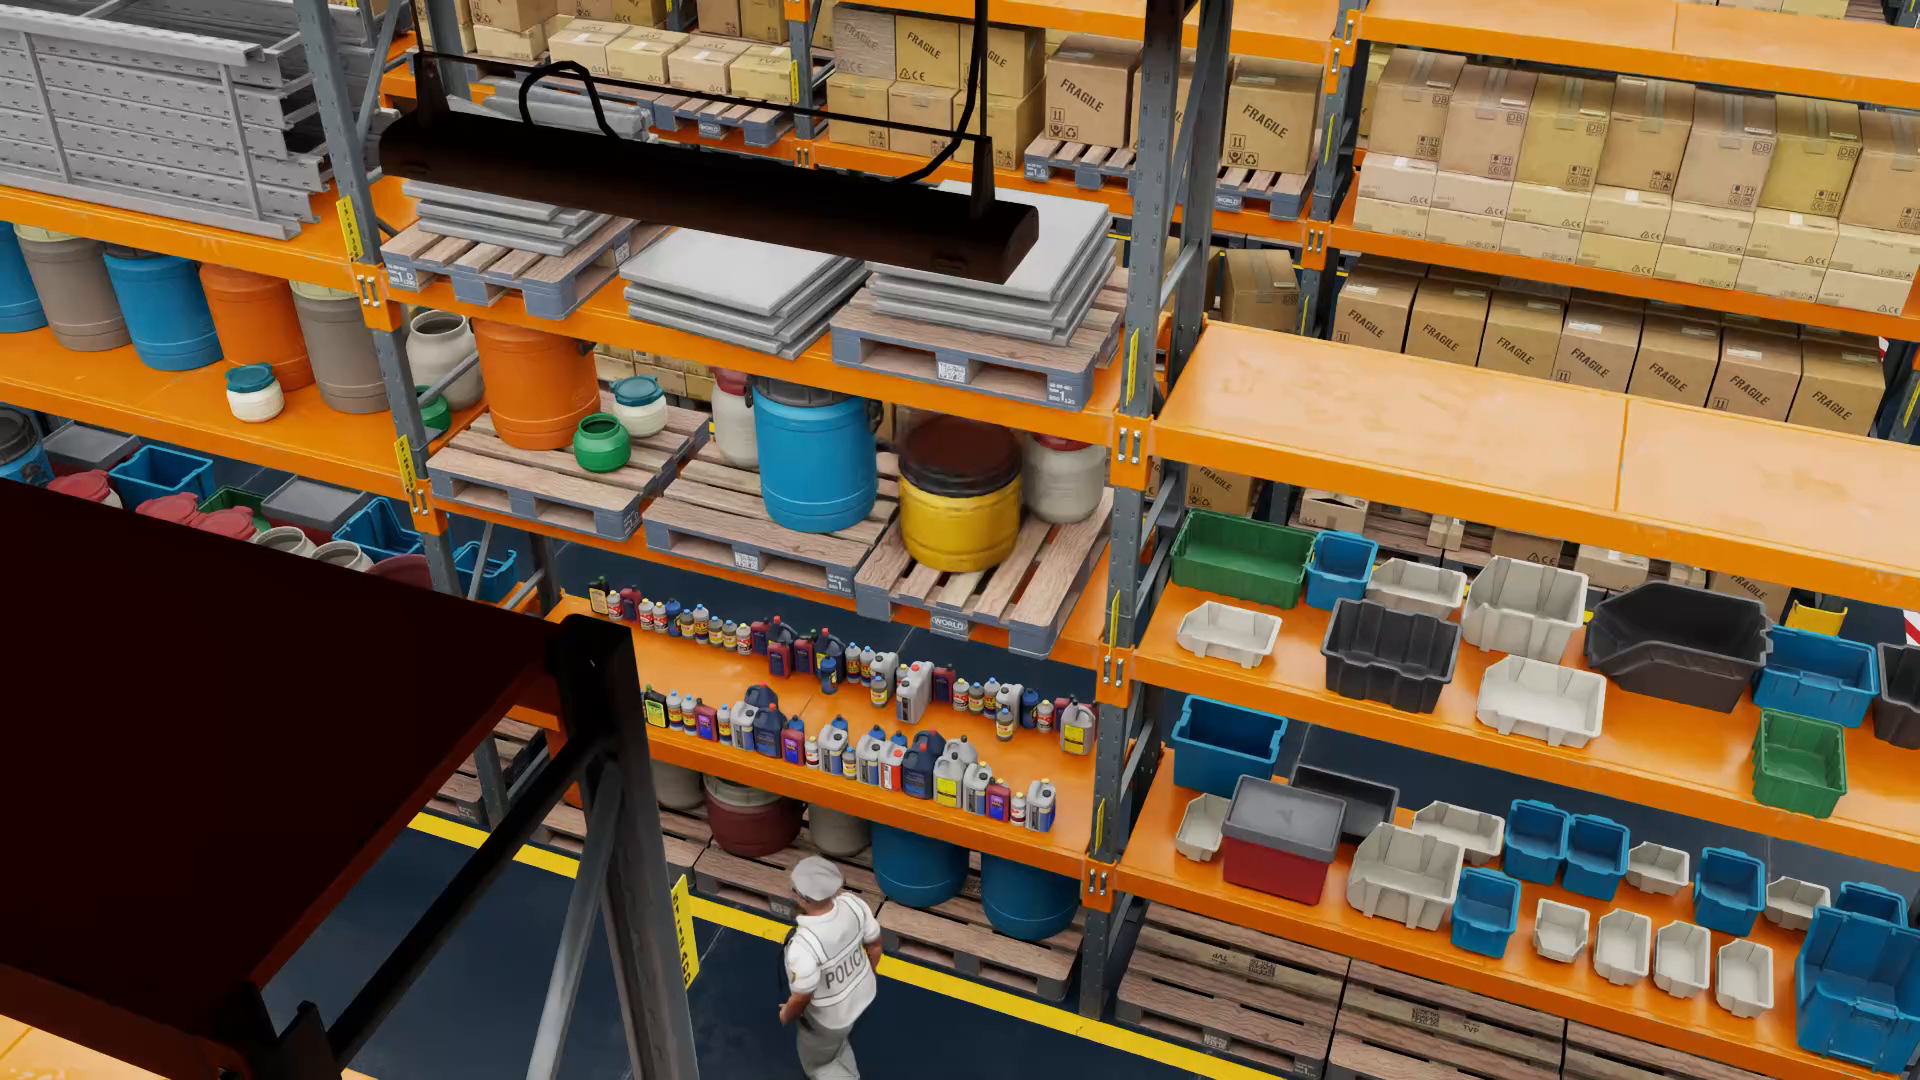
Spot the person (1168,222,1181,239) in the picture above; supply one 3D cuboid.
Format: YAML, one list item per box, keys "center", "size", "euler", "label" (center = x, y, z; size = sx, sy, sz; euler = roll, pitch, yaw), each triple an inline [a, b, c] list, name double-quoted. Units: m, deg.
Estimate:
- center: [1.823, -2.905, 15.858]
  size: [0.800, 1.793, 0.620]
  euler: [7, 37, 9]
  label: "person"

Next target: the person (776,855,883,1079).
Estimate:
- center: [-0.612, 2.374, 8.526]
  size: [0.700, 1.743, 0.598]
  euler: [22, 42, 27]
  label: "person"
